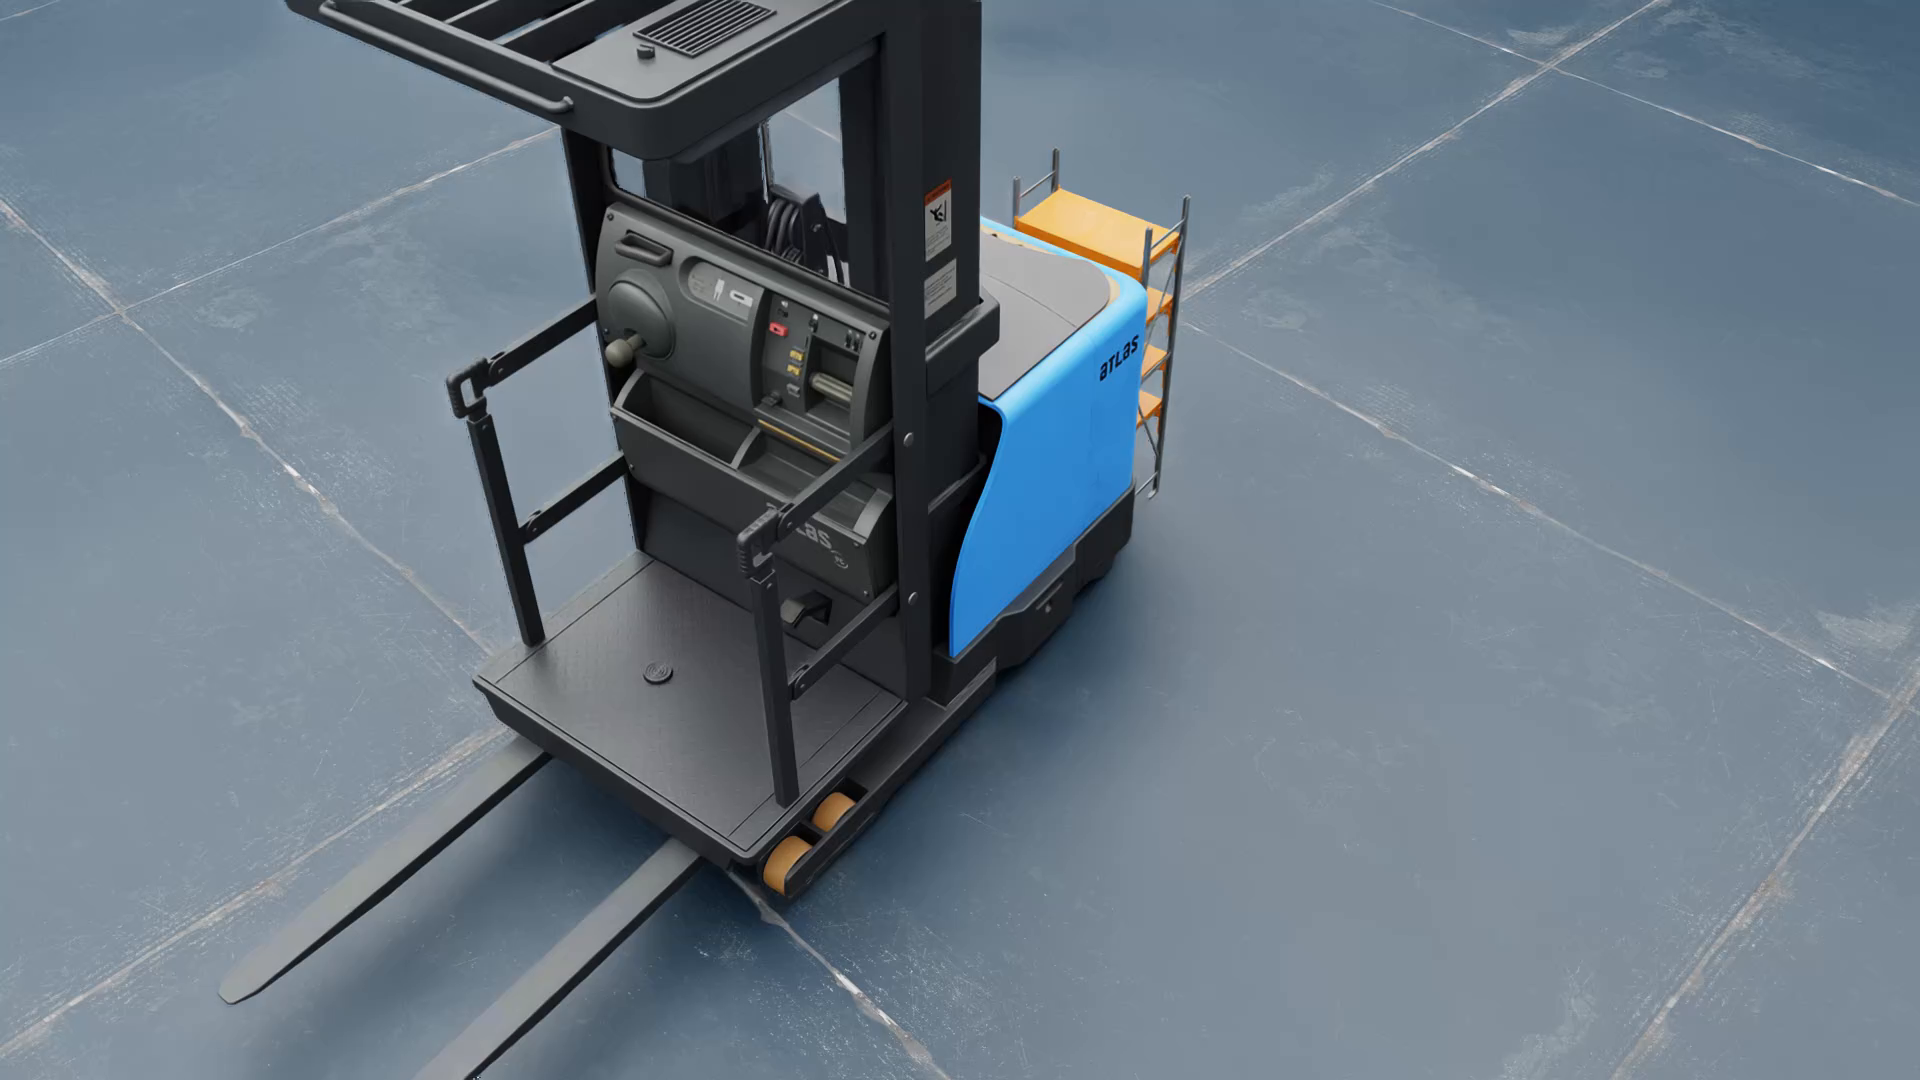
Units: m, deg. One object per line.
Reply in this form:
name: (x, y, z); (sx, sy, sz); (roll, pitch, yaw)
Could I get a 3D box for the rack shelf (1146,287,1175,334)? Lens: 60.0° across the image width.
rack shelf: (0.439, -0.771, 5.469); (0.480, 0.148, 0.258); (27, 49, 26)

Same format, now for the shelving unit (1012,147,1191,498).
shelving unit: (0.439, -0.656, 5.575); (0.503, 1.200, 0.258); (27, 49, 26)

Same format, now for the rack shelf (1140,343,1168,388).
rack shelf: (0.439, -0.606, 5.621); (0.480, 0.148, 0.258); (27, 49, 26)

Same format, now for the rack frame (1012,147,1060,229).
rack frame: (0.243, -0.755, 5.682); (0.015, 1.200, 0.240); (27, 49, 26)

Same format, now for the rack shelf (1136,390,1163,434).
rack shelf: (0.438, -0.460, 5.755); (0.480, 0.148, 0.258); (27, 49, 26)

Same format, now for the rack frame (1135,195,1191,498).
rack frame: (0.634, -0.556, 5.468); (0.015, 1.200, 0.240); (27, 49, 26)

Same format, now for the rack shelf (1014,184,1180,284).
rack shelf: (0.439, -0.944, 5.309); (0.480, 0.148, 0.258); (27, 49, 26)

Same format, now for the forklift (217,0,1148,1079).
forklift: (-0.700, -0.460, 4.088); (1.130, 2.935, 3.031); (27, 49, 26)
